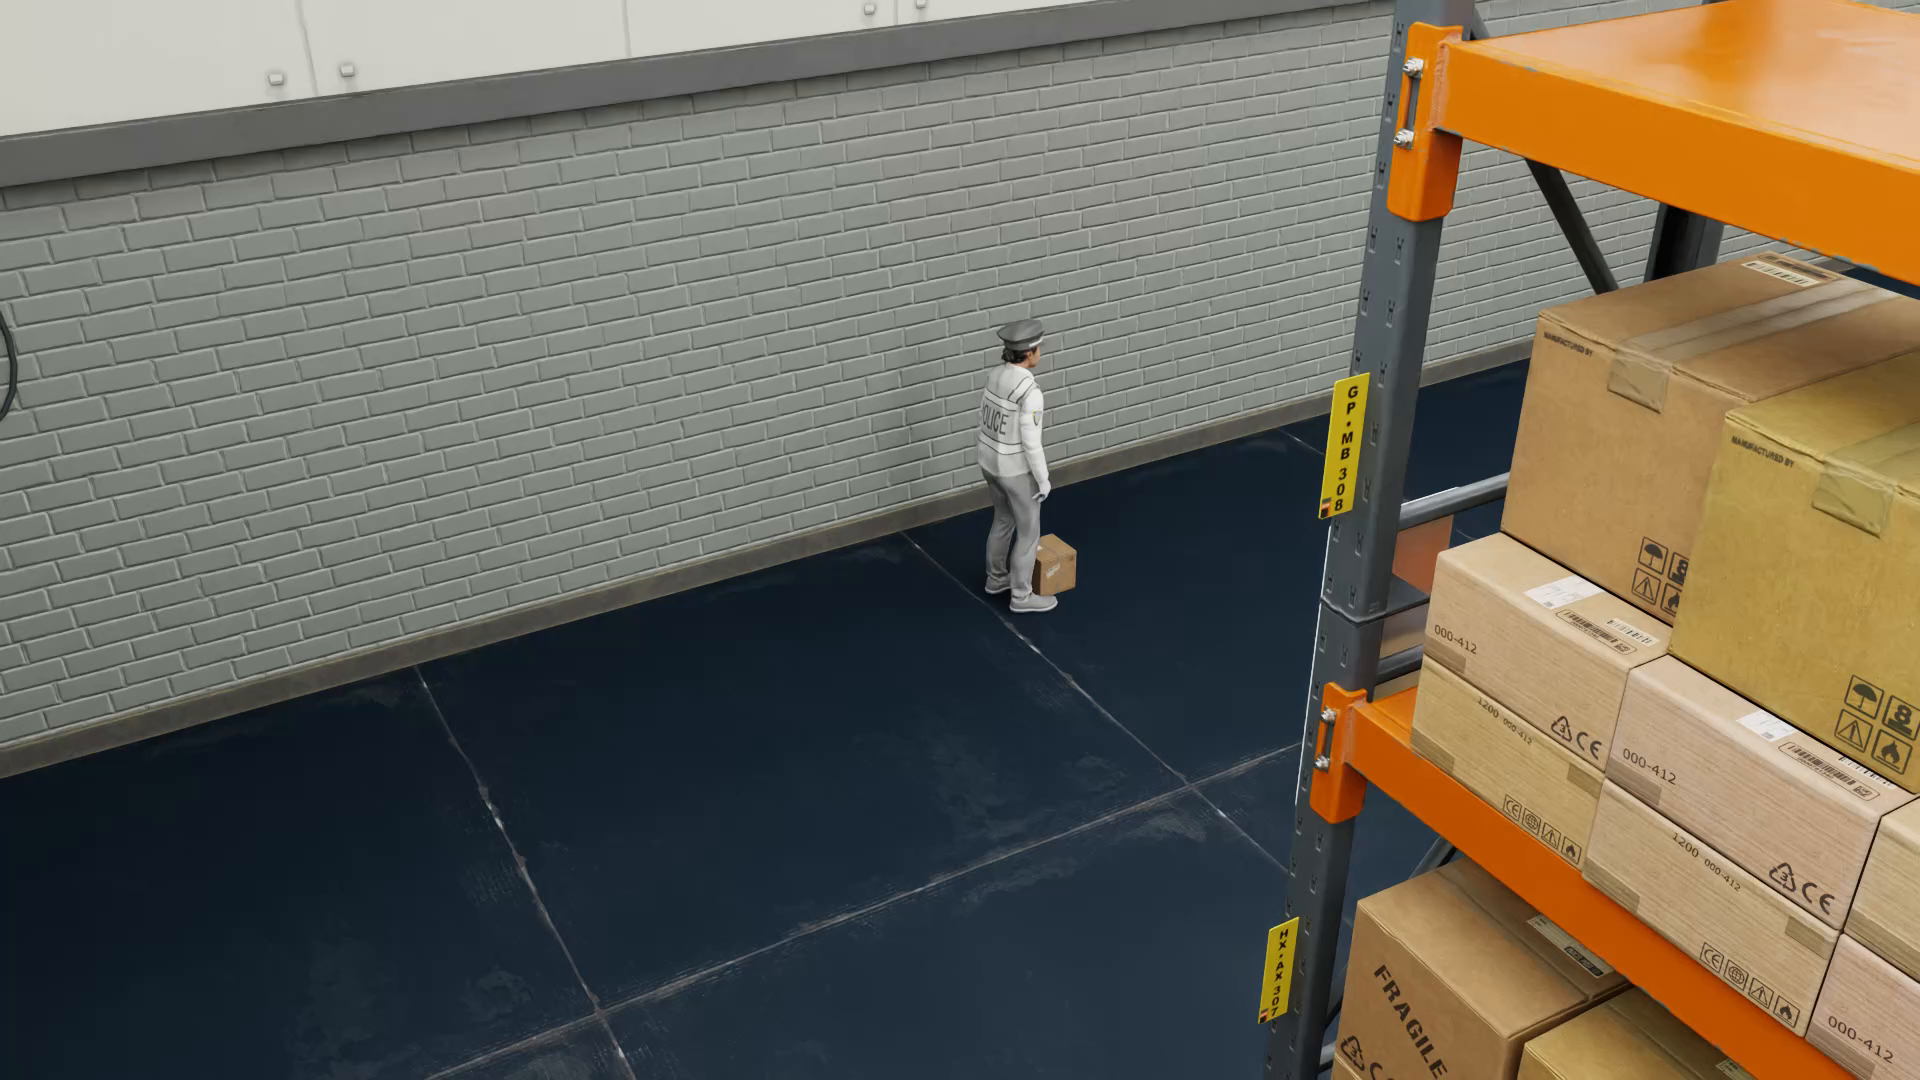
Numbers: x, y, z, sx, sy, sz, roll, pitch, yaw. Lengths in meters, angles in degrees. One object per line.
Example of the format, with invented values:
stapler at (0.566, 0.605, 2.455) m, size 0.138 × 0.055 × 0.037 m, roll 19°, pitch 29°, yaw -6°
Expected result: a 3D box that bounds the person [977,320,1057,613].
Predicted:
person at (0.301, -0.406, 9.279) m, size 0.375 × 1.664 × 0.540 m, roll -17°, pitch 33°, yaw -28°
